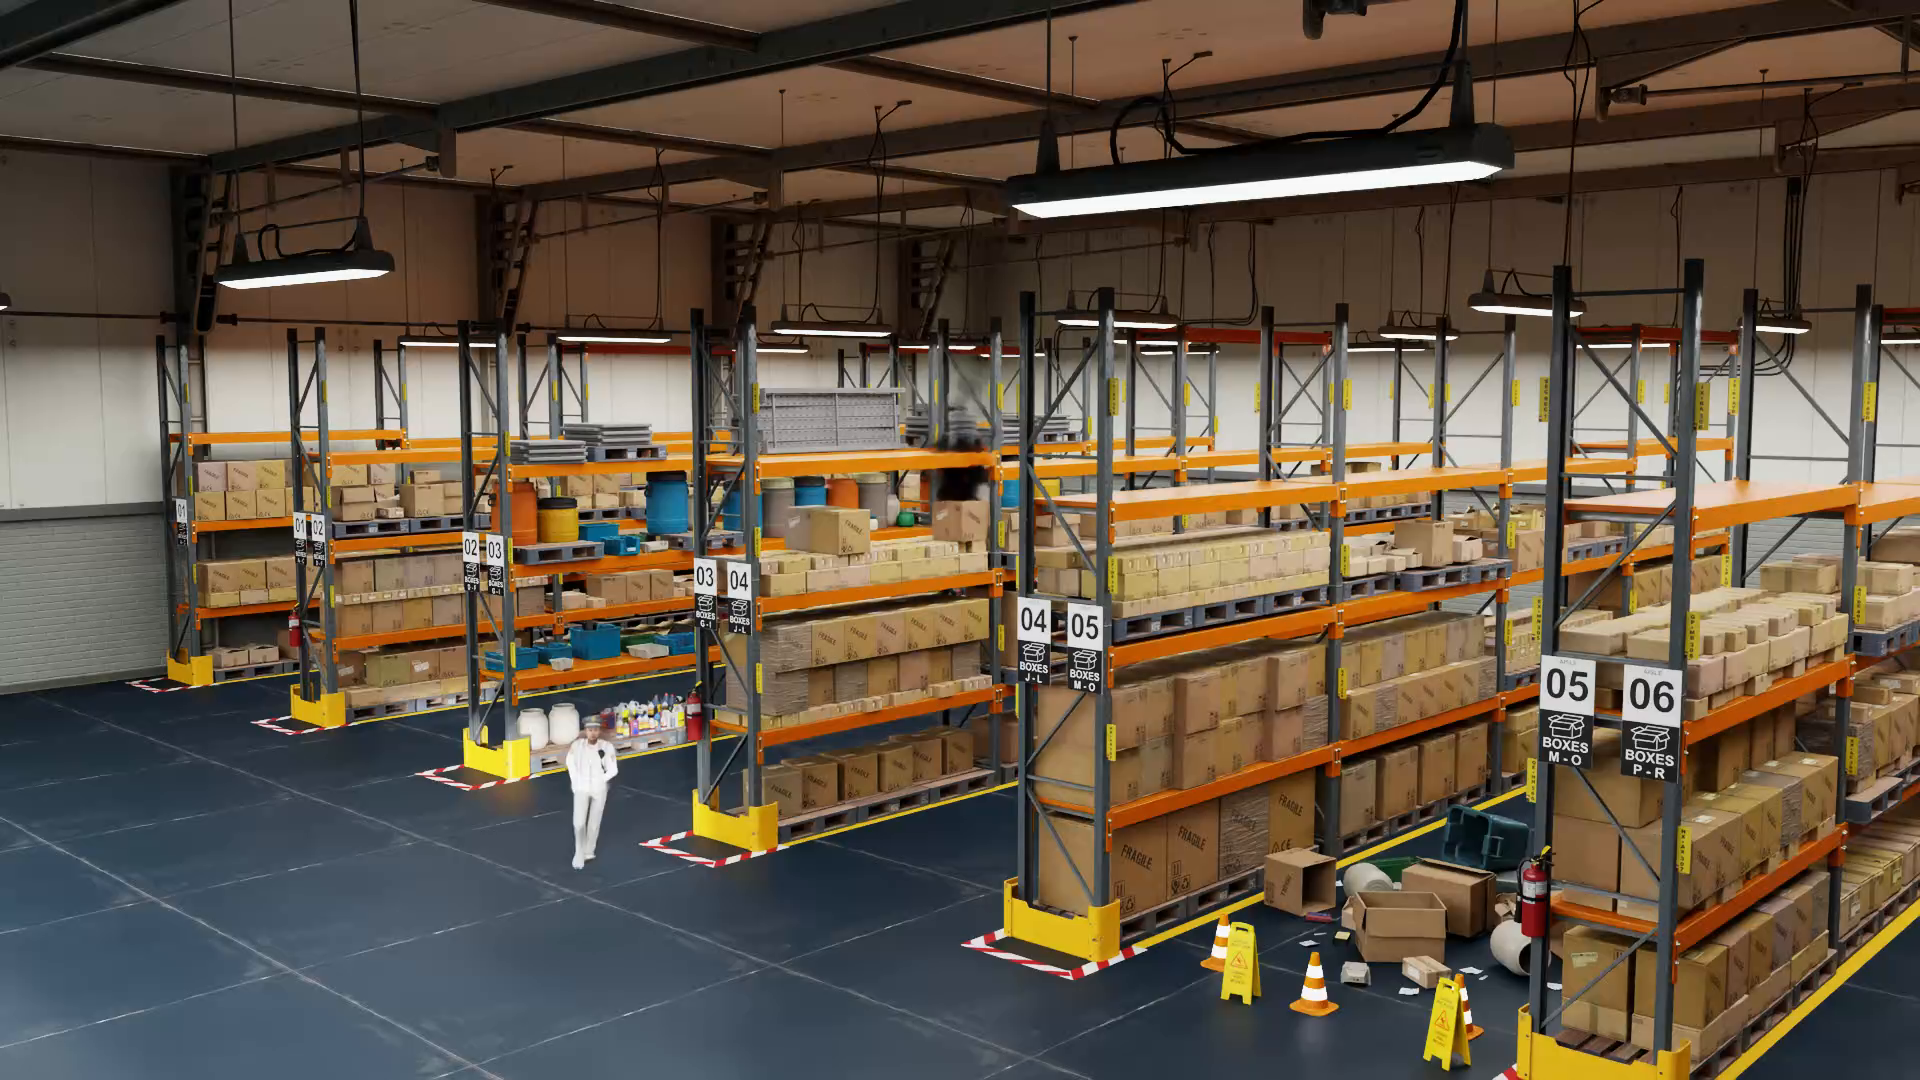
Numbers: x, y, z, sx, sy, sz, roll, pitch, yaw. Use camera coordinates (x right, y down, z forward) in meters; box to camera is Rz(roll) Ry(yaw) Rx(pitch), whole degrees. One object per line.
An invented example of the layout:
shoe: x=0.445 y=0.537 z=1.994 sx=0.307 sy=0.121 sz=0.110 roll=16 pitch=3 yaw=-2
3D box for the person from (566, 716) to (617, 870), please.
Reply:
person: x=-3.931 y=2.685 z=17.774 sx=0.535 sy=1.665 sz=0.744 roll=-1 pitch=5 yaw=-12

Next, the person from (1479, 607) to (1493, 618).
person: x=7.936 y=1.902 z=25.134 sx=0.721 sy=1.792 sz=0.903 roll=4 pitch=7 yaw=36
